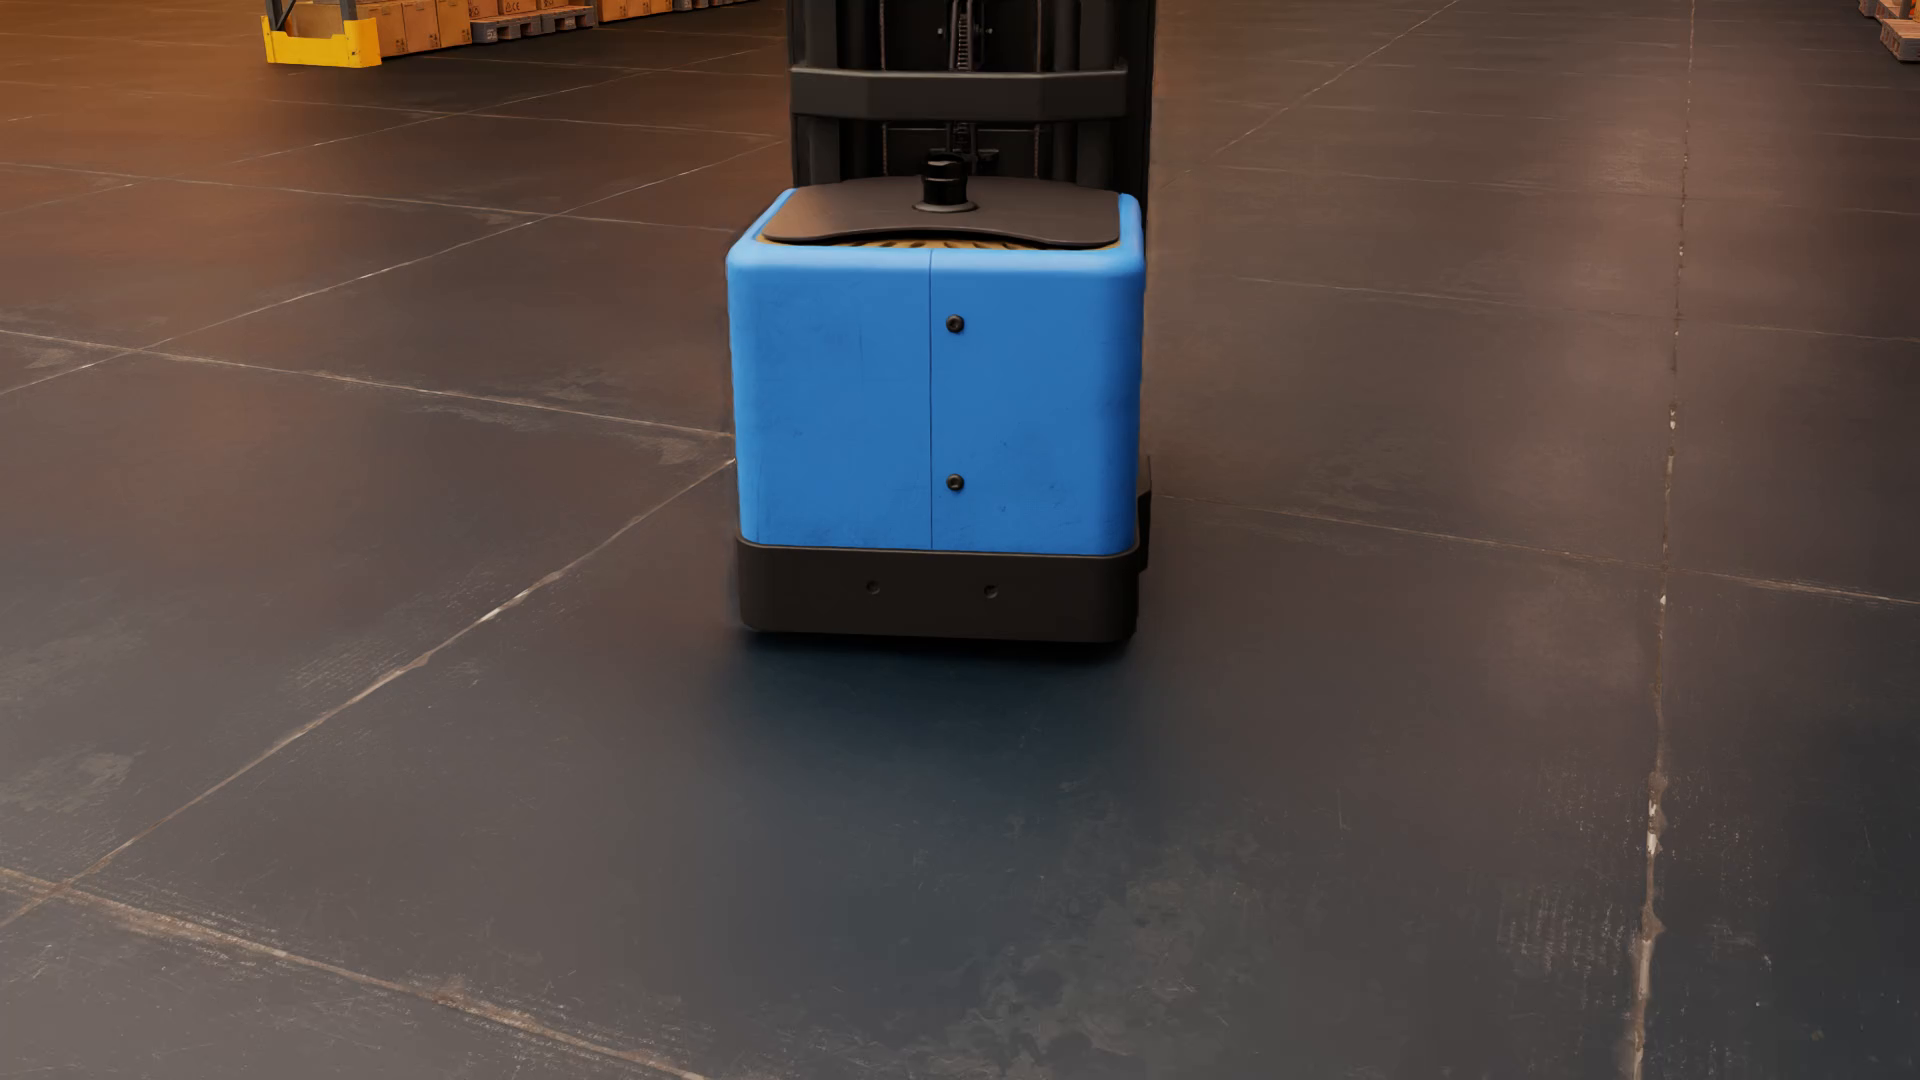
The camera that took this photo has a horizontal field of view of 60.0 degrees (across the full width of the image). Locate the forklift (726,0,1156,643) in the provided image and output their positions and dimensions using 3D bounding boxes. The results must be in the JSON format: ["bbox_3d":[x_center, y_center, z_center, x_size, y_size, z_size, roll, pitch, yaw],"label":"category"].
[{"bbox_3d":[0.052,-1.615,5.157,1.130,2.935,3.031,2,23,4],"label":"forklift"}]
